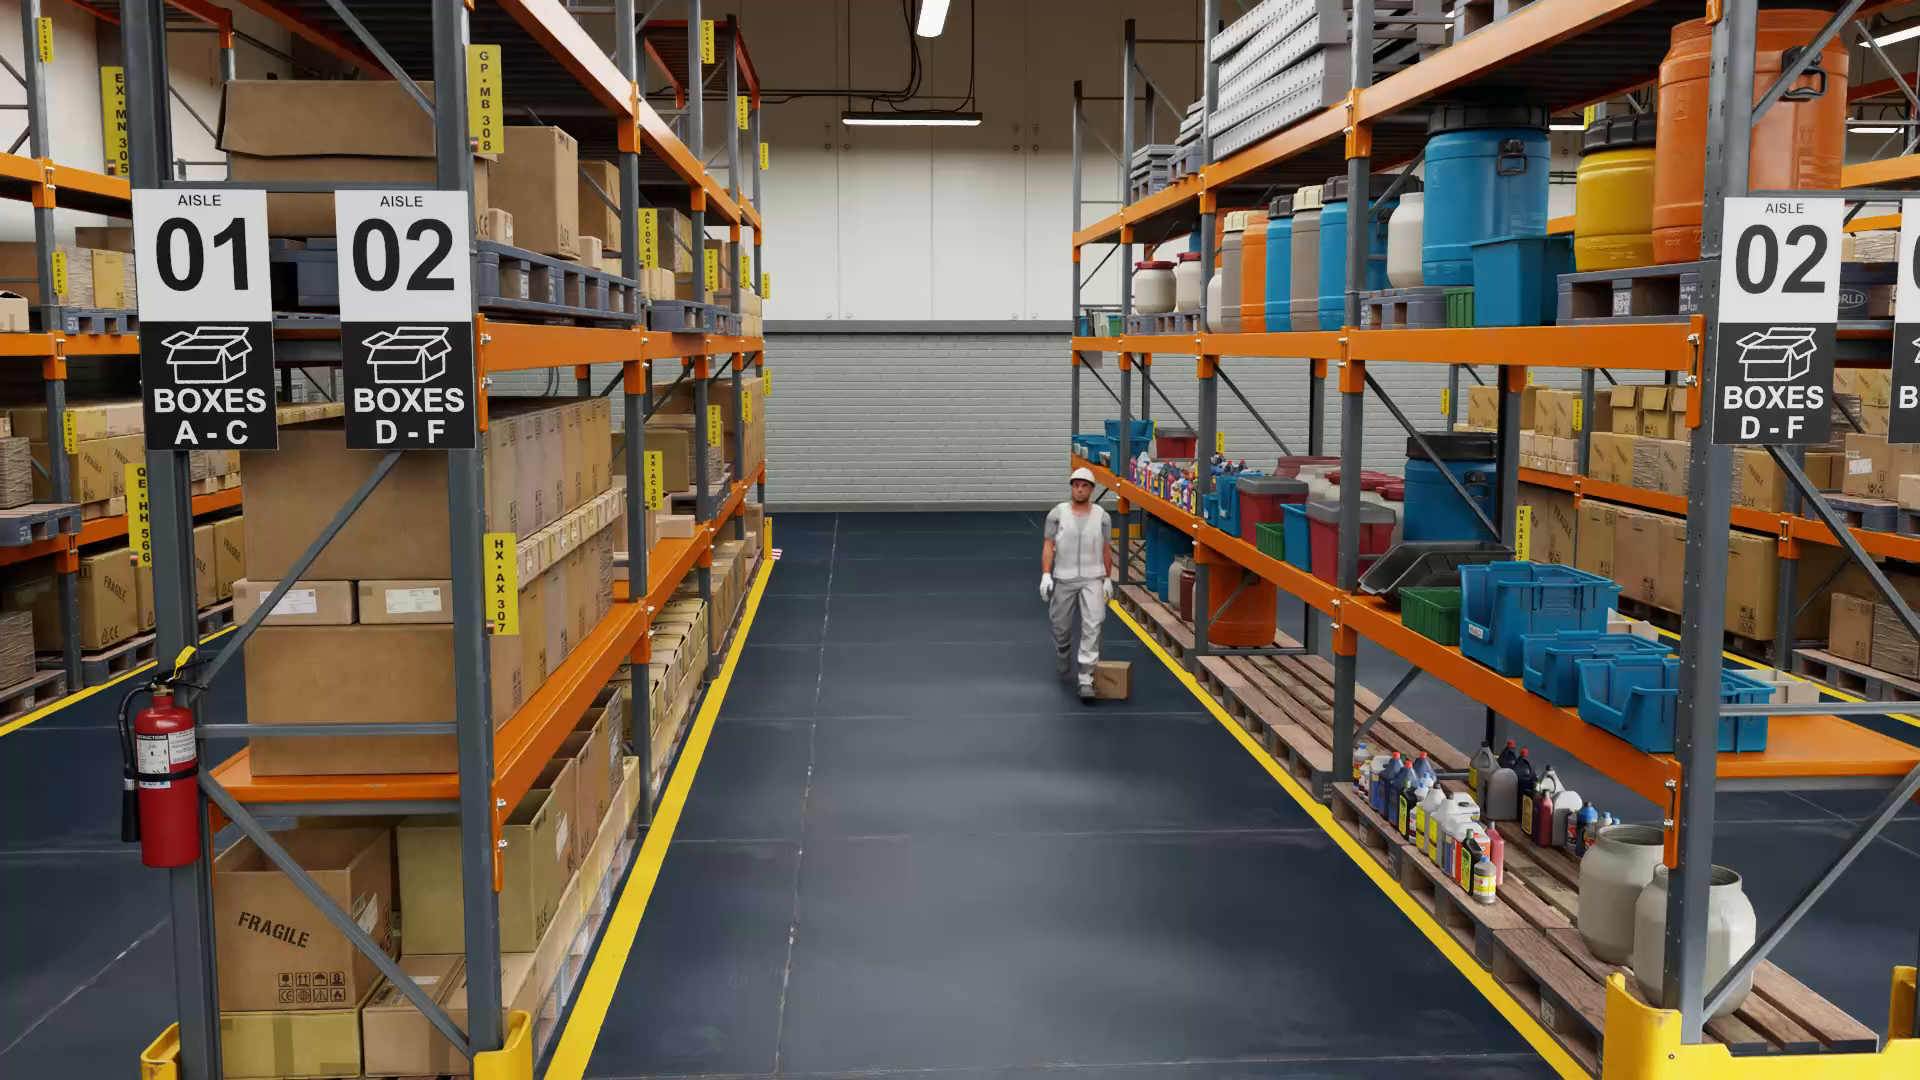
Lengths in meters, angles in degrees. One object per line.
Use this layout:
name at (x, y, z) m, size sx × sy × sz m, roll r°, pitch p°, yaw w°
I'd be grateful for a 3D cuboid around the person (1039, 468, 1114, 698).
person at (0.911, 0.311, 12.971) m, size 0.583 × 1.756 × 0.929 m, roll 0°, pitch 7°, yaw 3°
